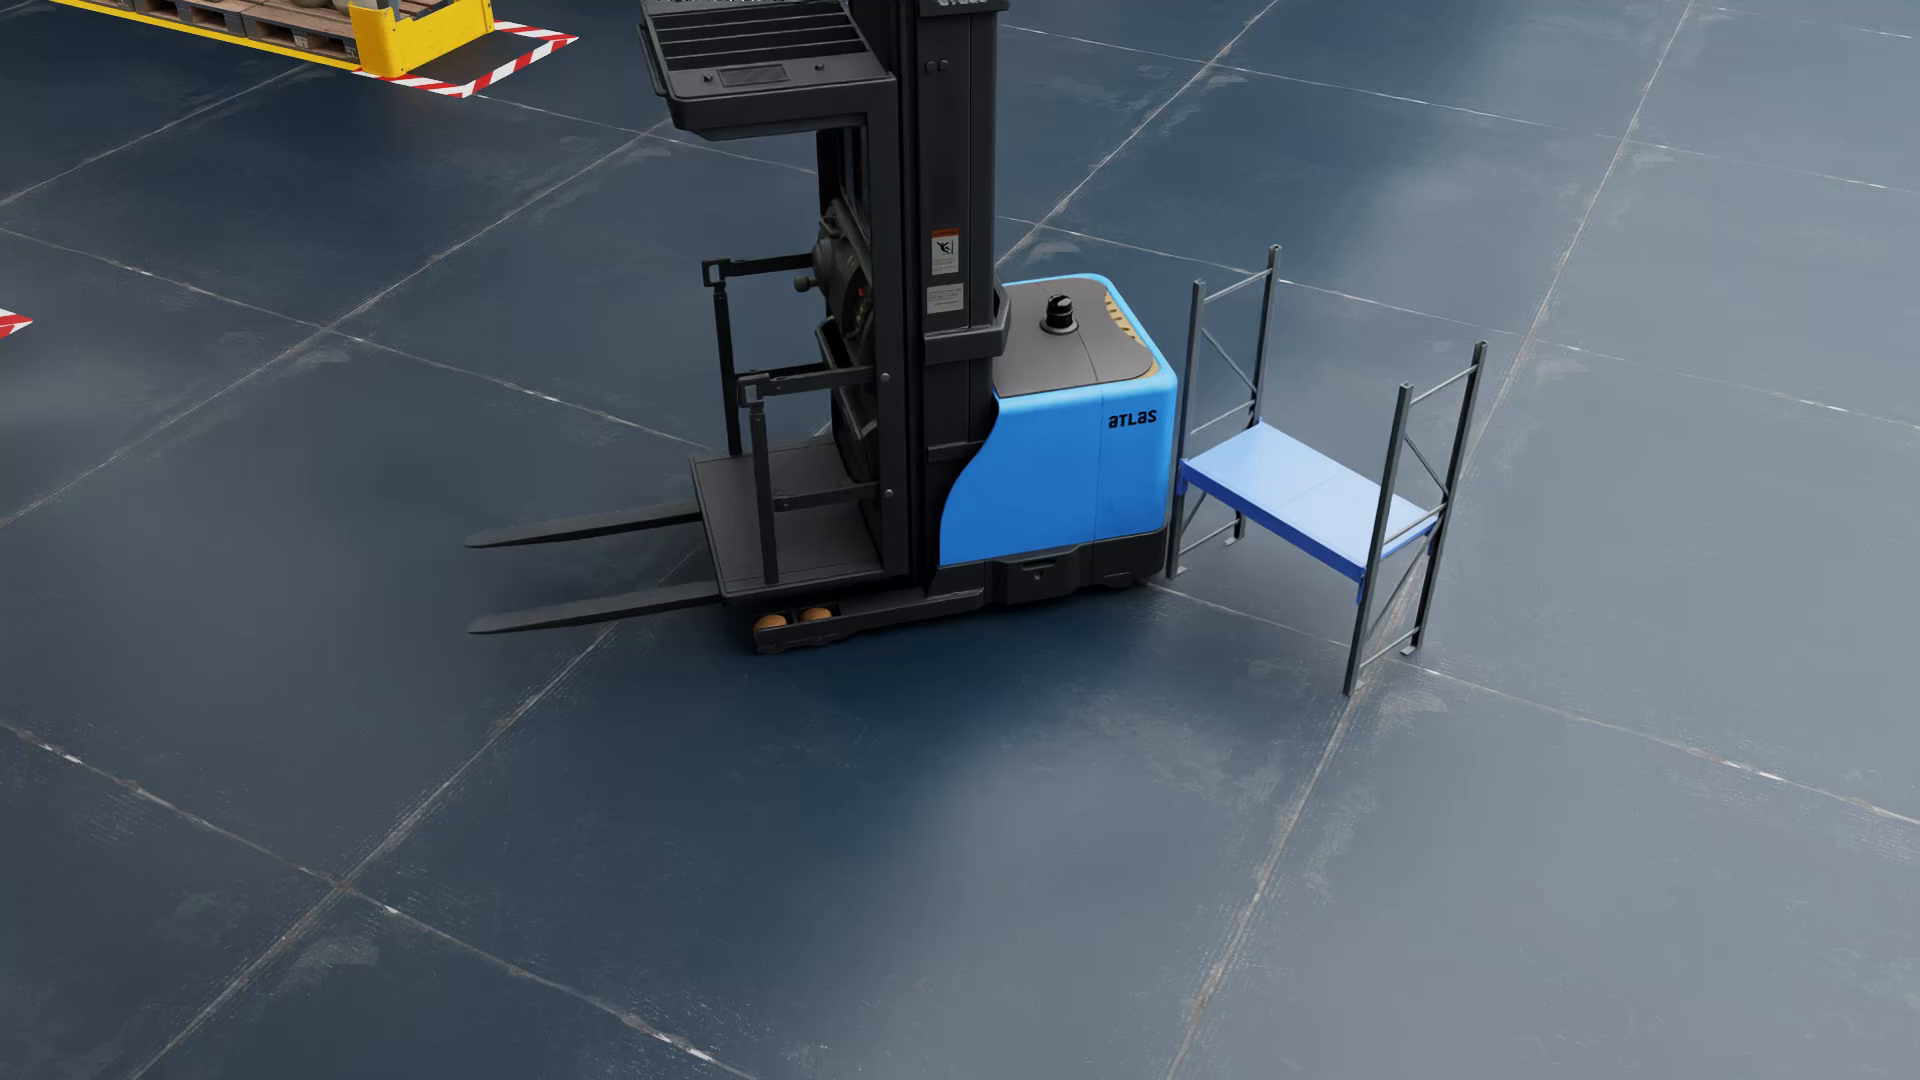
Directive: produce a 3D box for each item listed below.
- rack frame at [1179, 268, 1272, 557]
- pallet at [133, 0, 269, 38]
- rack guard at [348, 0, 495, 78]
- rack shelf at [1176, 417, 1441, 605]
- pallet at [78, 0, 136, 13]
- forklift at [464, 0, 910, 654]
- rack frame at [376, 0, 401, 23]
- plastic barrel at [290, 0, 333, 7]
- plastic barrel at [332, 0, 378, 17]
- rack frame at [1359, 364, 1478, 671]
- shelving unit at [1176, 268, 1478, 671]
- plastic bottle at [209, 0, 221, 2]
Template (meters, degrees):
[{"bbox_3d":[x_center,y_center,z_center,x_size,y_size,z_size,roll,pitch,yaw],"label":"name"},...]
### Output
[{"bbox_3d":[1.131,-0.522,7.198,0.475,1.308,0.013,-27,45,-31],"label":"rack frame"},{"bbox_3d":[-5.836,-4.396,13.366,1.213,0.211,1.003,17,41,21],"label":"pallet"},{"bbox_3d":[-4.038,-3.942,12.530,0.348,0.500,1.175,17,41,21],"label":"rack guard"},{"bbox_3d":[1.459,-0.145,6.998,0.538,0.185,1.000,-27,45,-31],"label":"rack shelf"},{"bbox_3d":[-6.923,-4.734,13.812,1.213,0.211,1.003,17,41,21],"label":"pallet"},{"bbox_3d":[-0.656,-1.039,6.695,3.031,2.935,1.121,-9,38,-12],"label":"forklift"},{"bbox_3d":[-3.949,-4.942,11.779,0.127,3.000,1.000,17,41,21],"label":"rack frame"},{"bbox_3d":[-5.013,-4.399,12.775,0.421,0.512,0.421,0,37,0],"label":"plastic barrel"},{"bbox_3d":[-4.568,-4.260,12.591,0.421,0.512,0.421,0,37,0],"label":"plastic barrel"},{"bbox_3d":[1.790,-0.055,6.582,0.475,1.308,0.013,-27,45,-31],"label":"rack frame"},{"bbox_3d":[1.459,-0.288,6.889,0.538,1.308,1.030,-27,45,-31],"label":"shelving unit"},{"bbox_3d":[-5.781,-4.278,12.855,0.097,0.201,0.097,0,37,0],"label":"plastic bottle"}]
